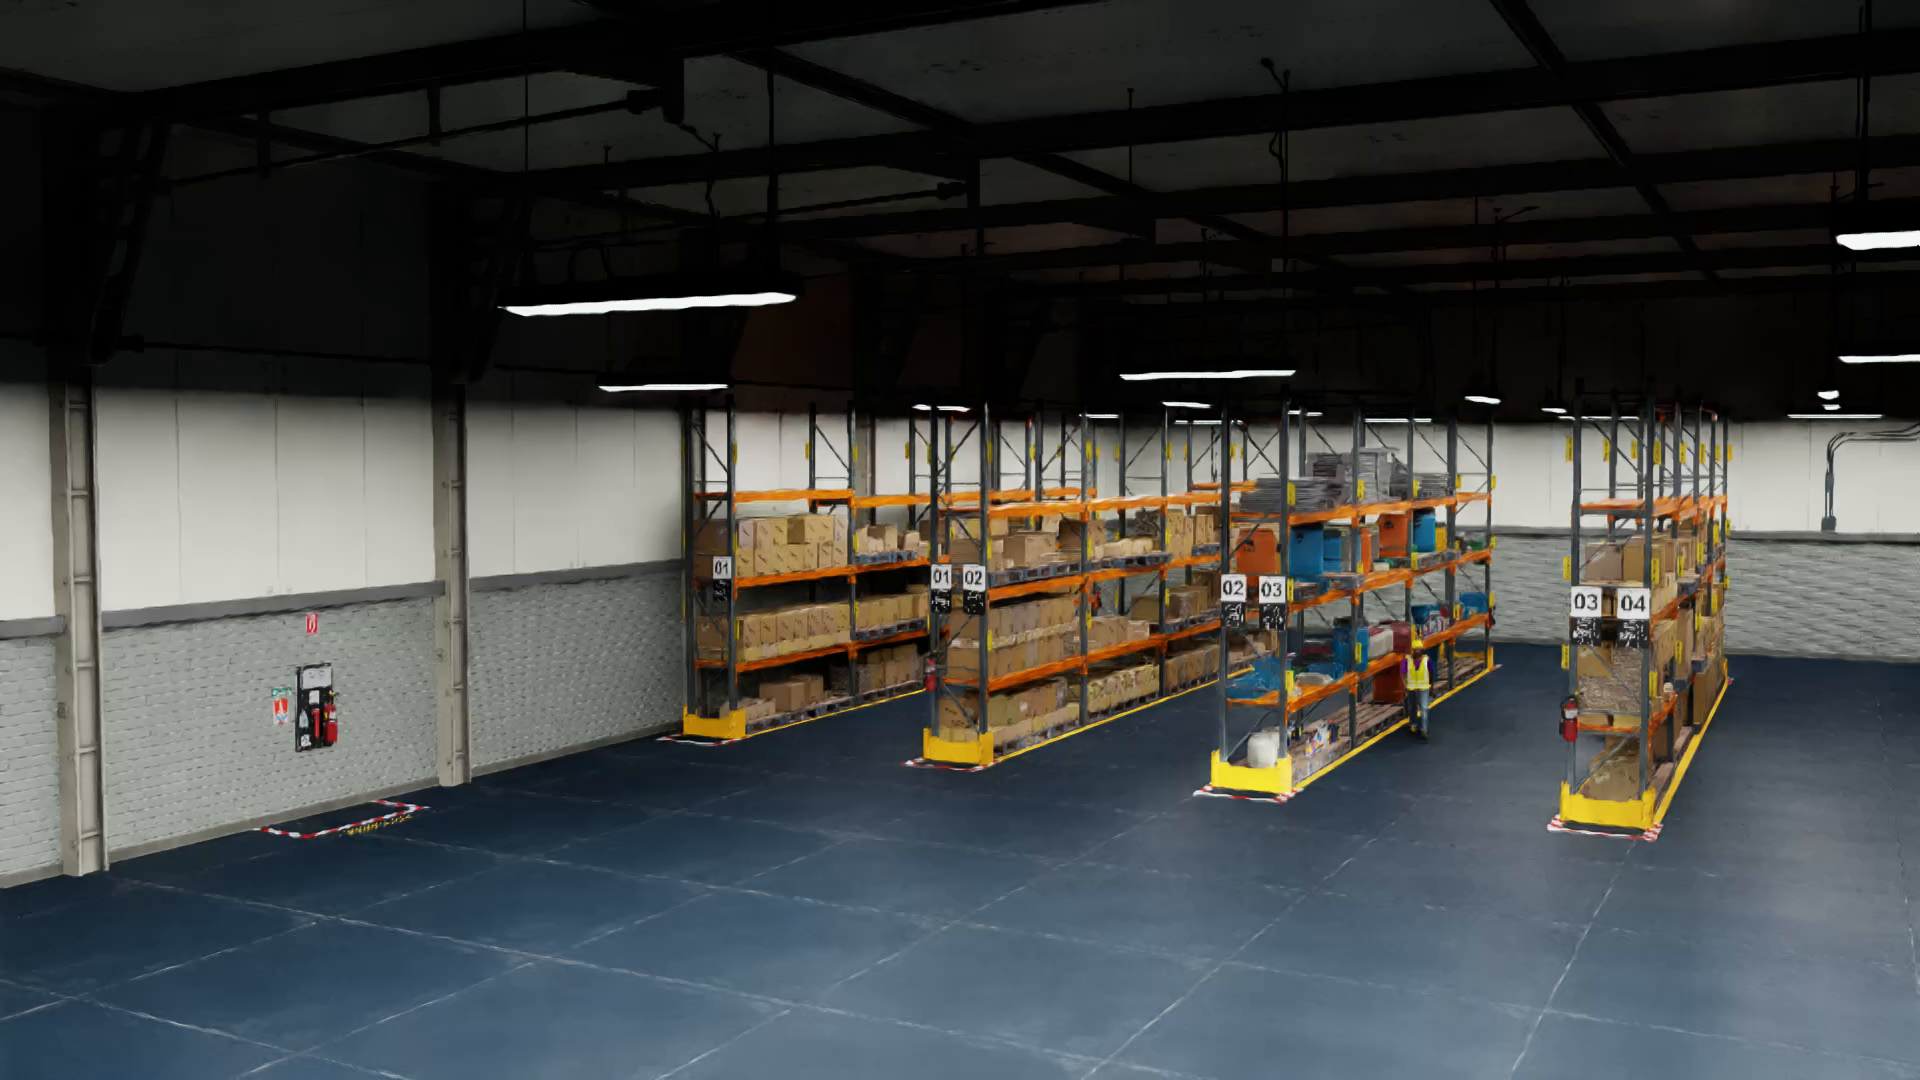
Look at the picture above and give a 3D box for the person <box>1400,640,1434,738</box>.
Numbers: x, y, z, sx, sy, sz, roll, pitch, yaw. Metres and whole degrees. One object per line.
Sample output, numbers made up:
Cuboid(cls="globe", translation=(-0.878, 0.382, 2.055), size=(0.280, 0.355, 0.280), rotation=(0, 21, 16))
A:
Cuboid(cls="person", translation=(8.035, 2.599, 29.272), size=(0.571, 1.708, 1.035), rotation=(1, 3, 19))
